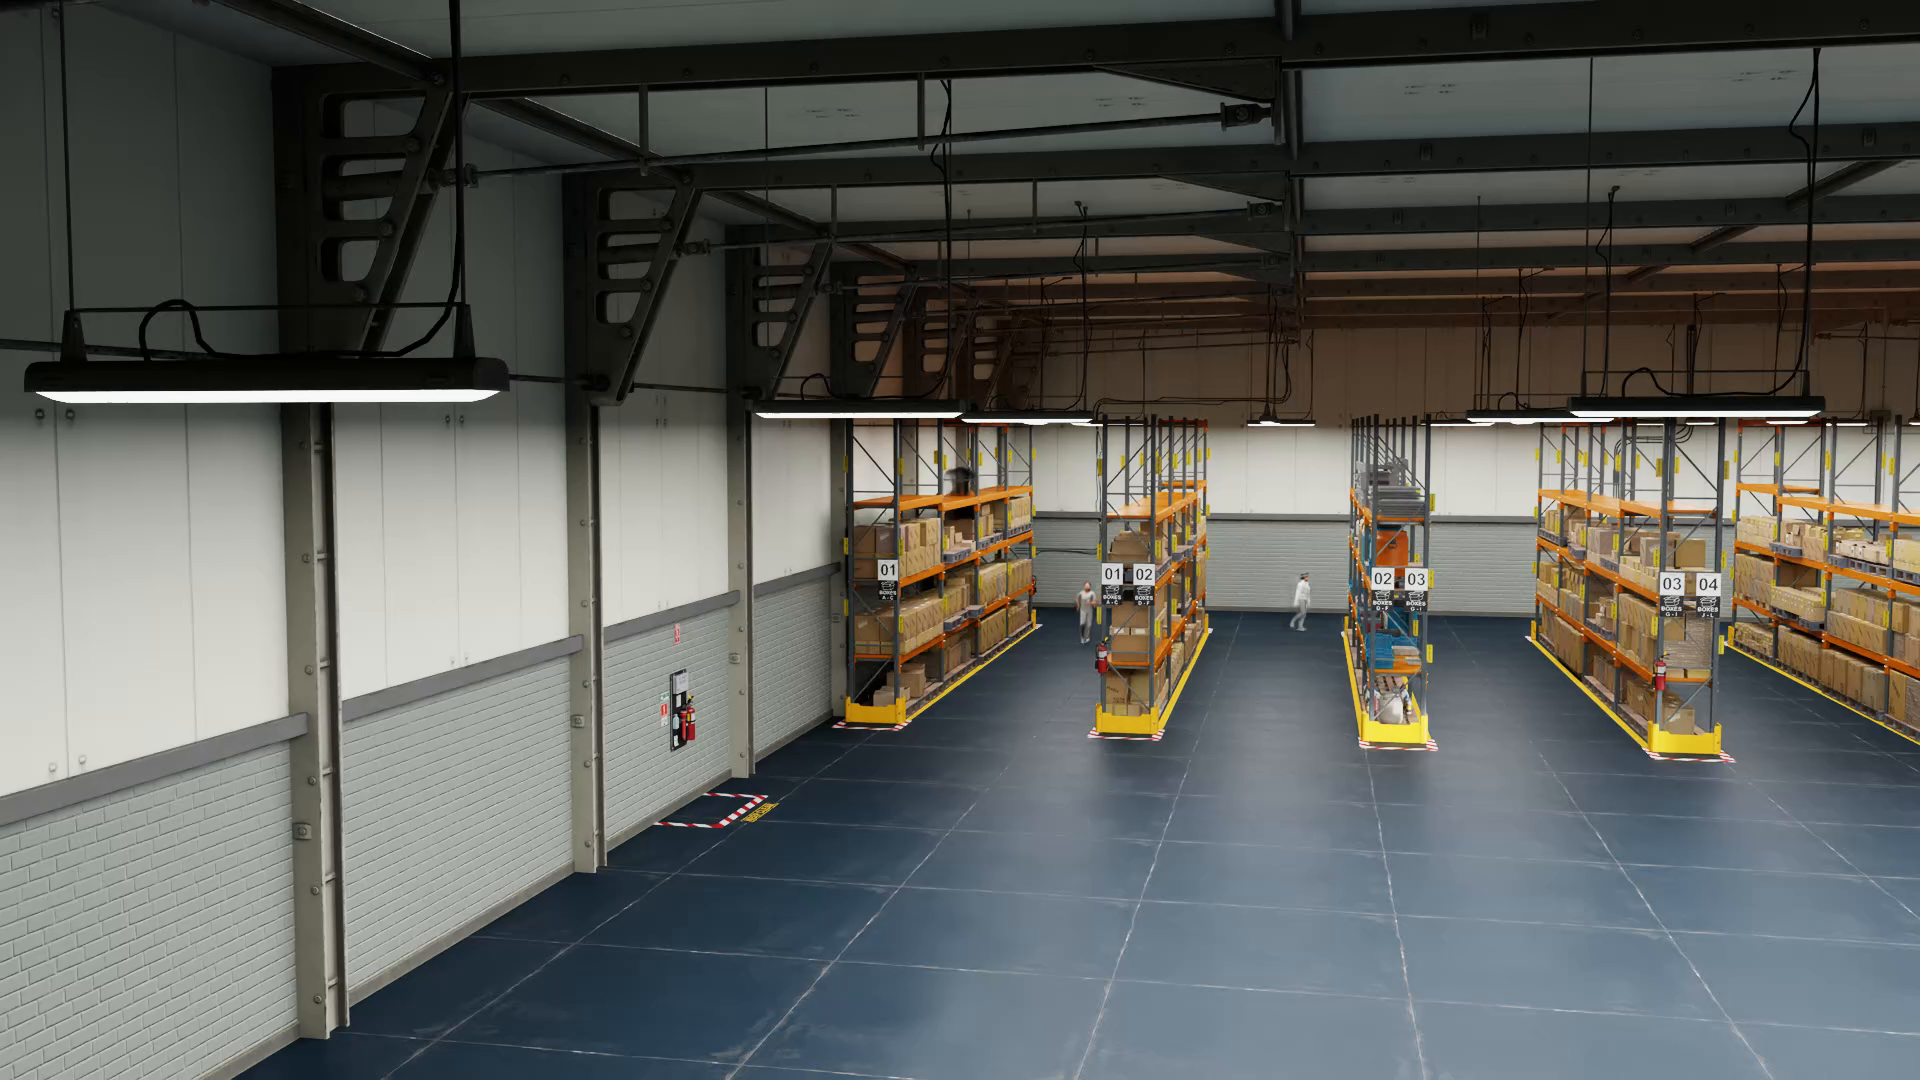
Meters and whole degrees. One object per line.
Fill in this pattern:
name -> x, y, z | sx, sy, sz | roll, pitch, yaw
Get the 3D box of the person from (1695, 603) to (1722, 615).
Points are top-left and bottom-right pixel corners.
person -> 18.975, 1.670, 42.114 | 0.638, 0.880, 0.637 | 0, 4, 2

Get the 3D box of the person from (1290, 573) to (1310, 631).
person -> 9.718, 1.750, 47.391 | 0.520, 1.650, 0.556 | 3, 5, 41

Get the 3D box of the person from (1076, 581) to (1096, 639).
person -> 3.357, 1.886, 44.248 | 0.526, 1.573, 0.687 | 0, 4, 5
